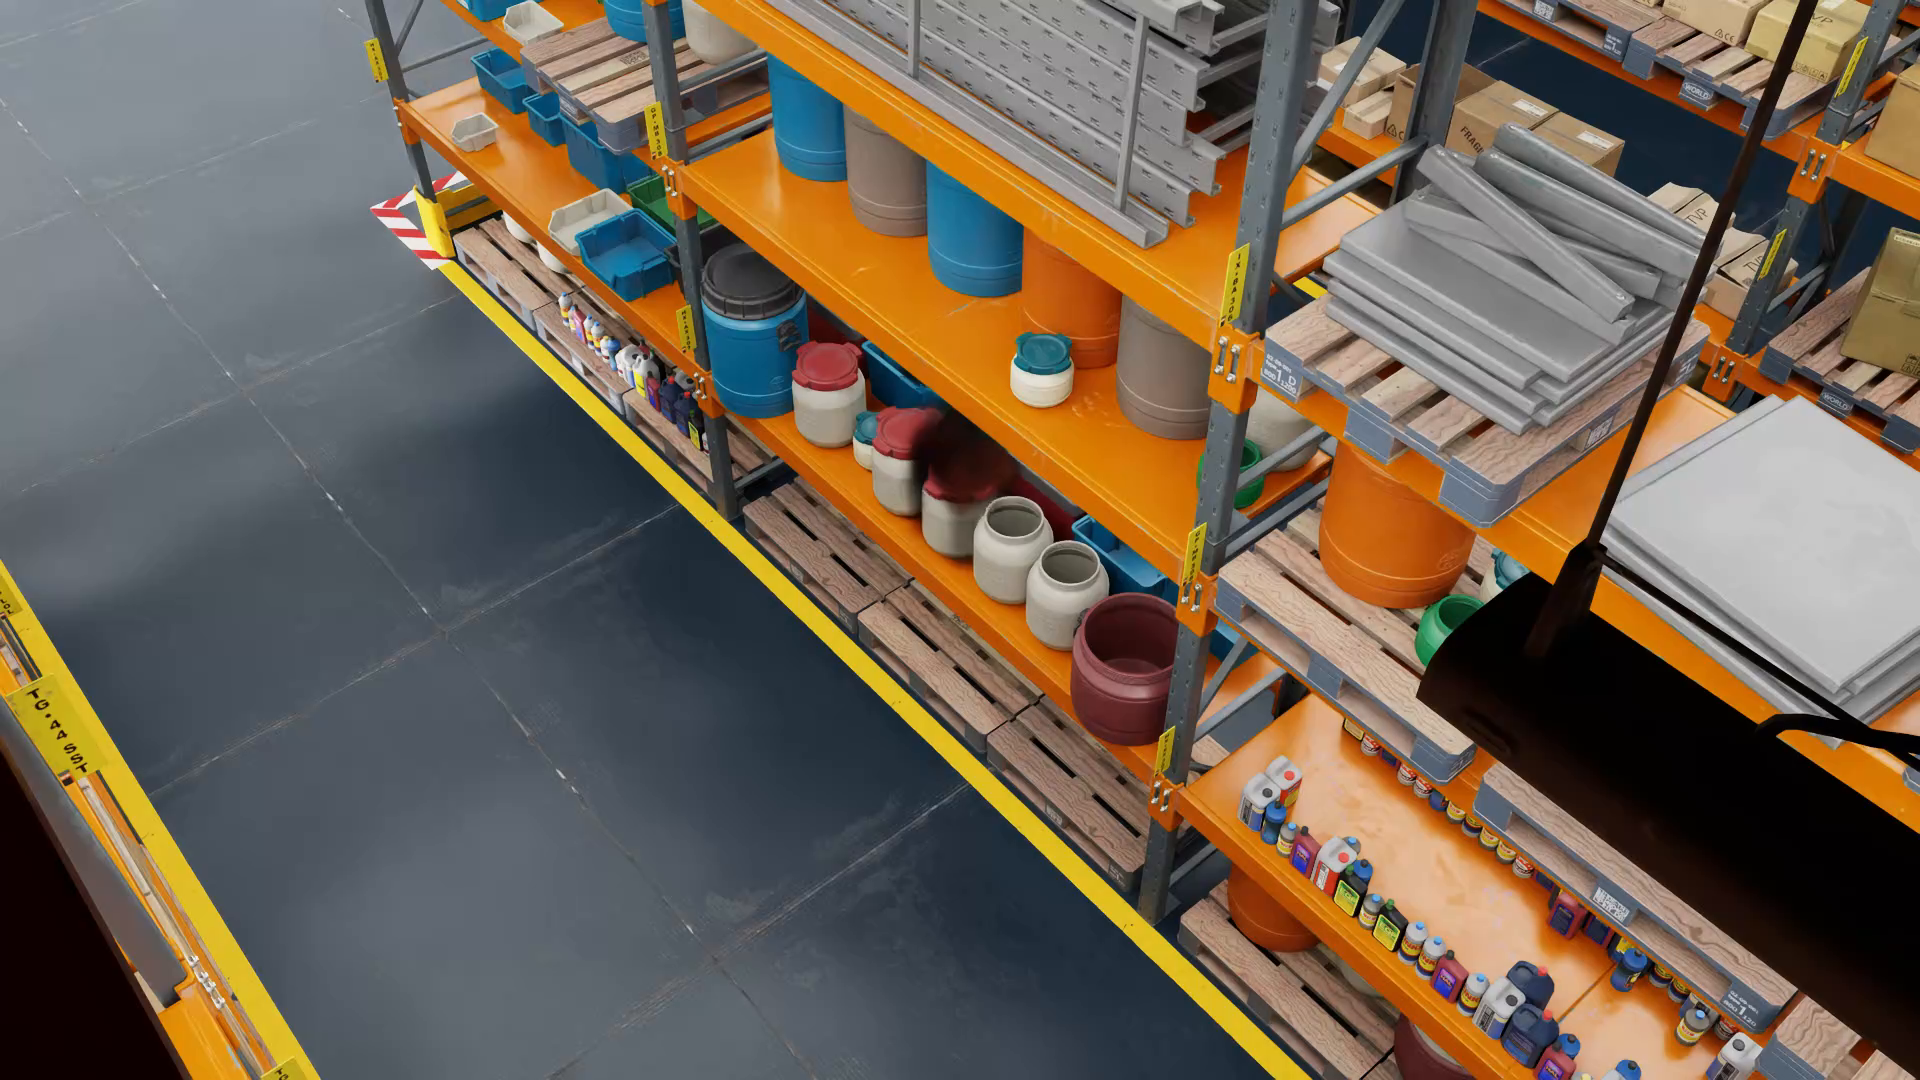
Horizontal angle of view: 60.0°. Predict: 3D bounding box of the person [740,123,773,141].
[{"bbox_3d":[-1.563,-3.172,12.864,0.362,1.643,0.495,-27,52,-24],"label":"person"}]
